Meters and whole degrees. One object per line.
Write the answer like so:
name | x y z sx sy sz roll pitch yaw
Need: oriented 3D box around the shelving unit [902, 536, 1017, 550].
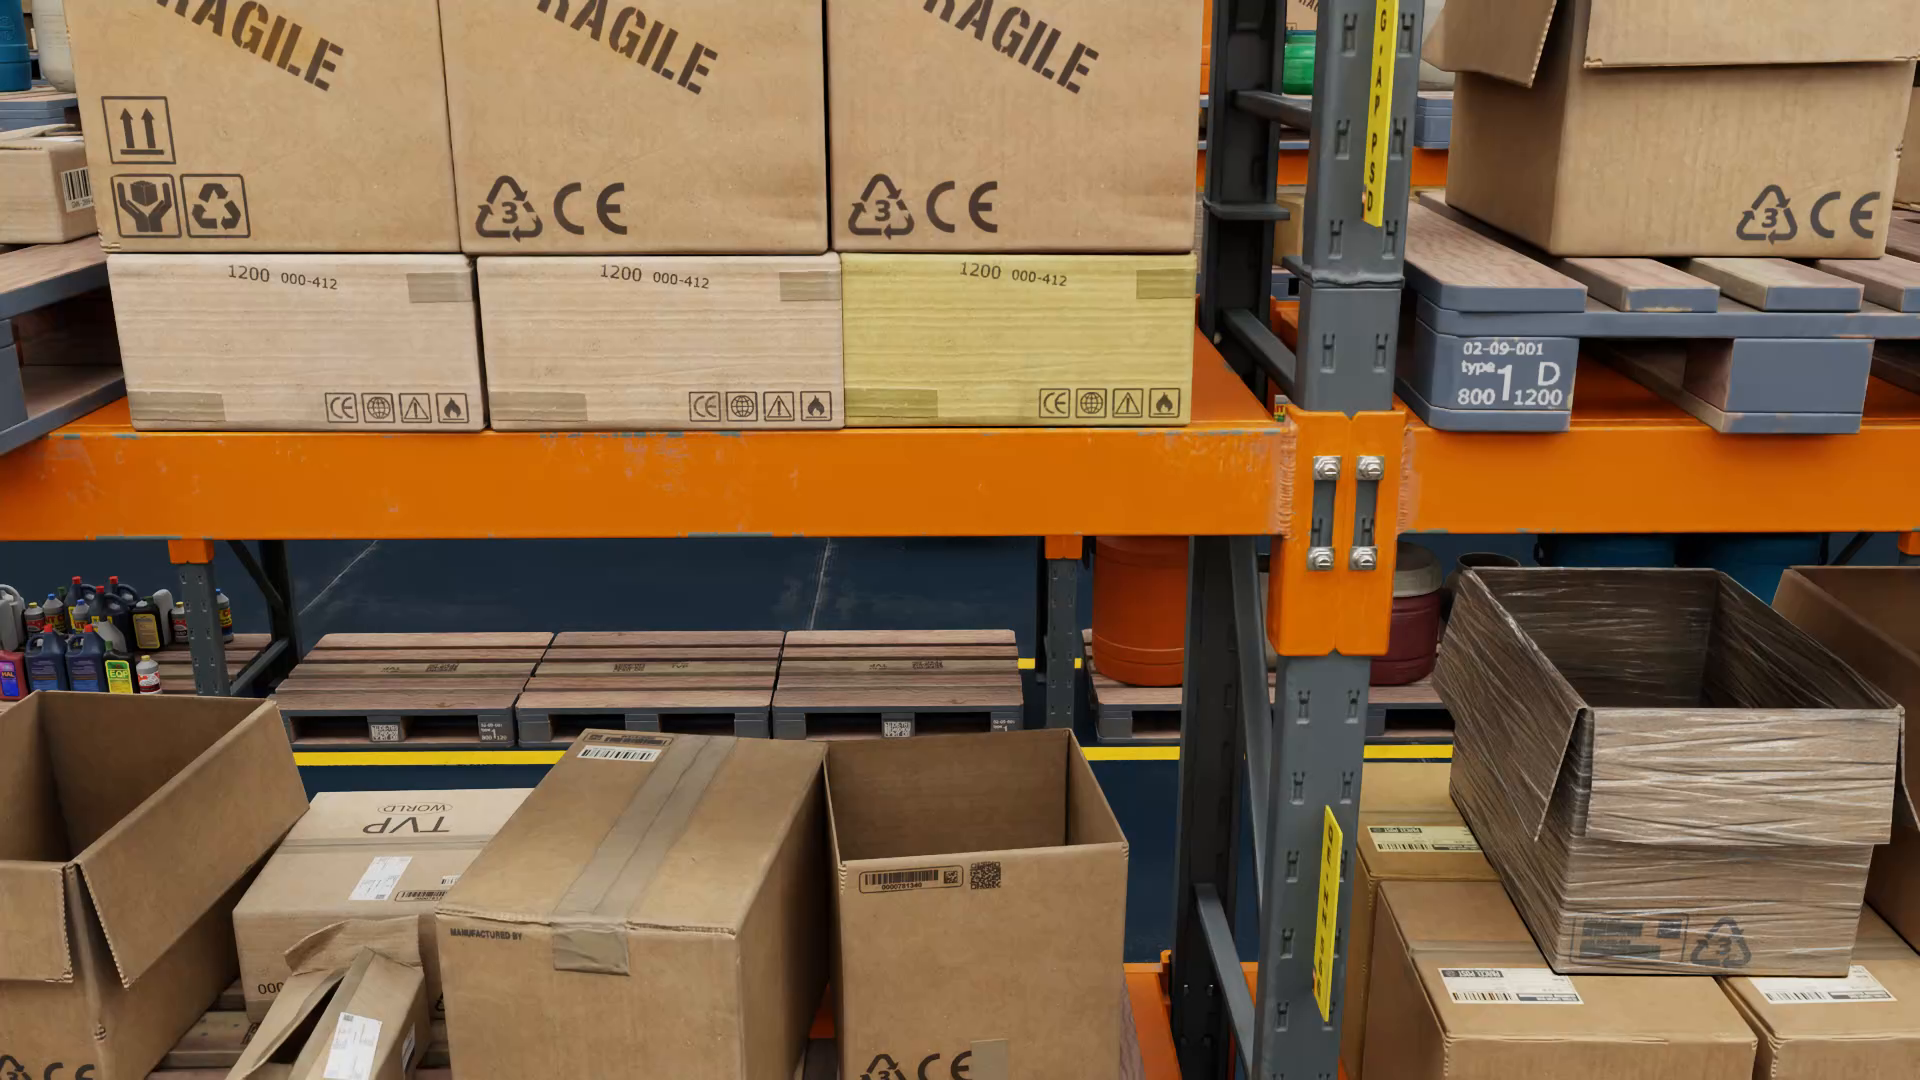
shelving unit | -0.007 -0.714 10.818 0.755 1.500 0.431 0 18 -1

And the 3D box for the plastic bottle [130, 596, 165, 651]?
plastic bottle | -4.175 0.426 8.536 0.133 0.283 0.061 0 18 -1

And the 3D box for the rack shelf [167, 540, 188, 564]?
rack shelf | -5.529 -0.216 7.988 4.000 0.370 1.077 0 18 -1

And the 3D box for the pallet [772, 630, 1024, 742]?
pallet | -0.305 0.732 8.419 1.213 0.211 1.003 0 18 -1

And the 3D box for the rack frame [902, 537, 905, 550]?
rack frame | -0.373 -0.712 10.813 0.023 1.500 0.400 0 18 -1

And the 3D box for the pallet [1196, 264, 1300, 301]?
pallet | 2.340 -2.020 12.747 1.213 0.211 1.003 0 18 -1

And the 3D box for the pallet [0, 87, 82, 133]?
pallet | -4.249 -1.873 7.375 1.003 0.211 1.213 0 18 -1

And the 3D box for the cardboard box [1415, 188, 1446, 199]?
cardboard box | 3.918 -2.433 12.871 0.500 0.500 0.700 -6 19 -19

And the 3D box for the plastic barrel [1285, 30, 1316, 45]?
plastic barrel | 1.540 -2.200 7.622 0.301 0.262 0.301 0 18 0

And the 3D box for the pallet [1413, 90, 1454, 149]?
pallet | 2.553 -1.905 7.474 1.213 0.211 1.003 0 18 -1

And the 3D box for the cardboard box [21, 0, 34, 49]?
cardboard box | -7.029 -3.807 12.009 0.637 0.503 0.797 1 18 3

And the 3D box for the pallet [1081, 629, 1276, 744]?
pallet | 1.258 0.724 8.445 1.213 0.211 1.003 0 18 -1

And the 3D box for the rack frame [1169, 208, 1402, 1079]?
rack frame | 0.548 0.925 3.252 0.127 3.000 1.000 0 18 -1

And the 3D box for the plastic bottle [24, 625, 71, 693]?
plastic bottle | -4.361 0.576 7.958 0.185 0.351 0.144 -1 18 -4

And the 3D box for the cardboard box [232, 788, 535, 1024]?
cardboard box | -1.131 0.735 3.405 0.500 0.250 0.500 -1 18 -2

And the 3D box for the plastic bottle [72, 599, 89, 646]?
plastic bottle | -4.486 0.436 8.523 0.097 0.271 0.097 0 18 0

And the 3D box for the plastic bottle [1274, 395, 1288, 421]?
plastic bottle | 1.604 -0.656 8.394 0.097 0.271 0.097 0 18 0

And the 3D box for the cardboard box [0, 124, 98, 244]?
cardboard box | -1.578 -0.612 2.829 0.250 0.166 0.380 -1 18 -2

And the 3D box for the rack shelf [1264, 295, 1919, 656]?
rack shelf | 2.548 -0.170 2.934 4.000 0.370 1.077 0 18 -1

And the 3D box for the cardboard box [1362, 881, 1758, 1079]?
cardboard box | 1.039 0.958 2.985 0.500 0.500 0.500 0 18 1

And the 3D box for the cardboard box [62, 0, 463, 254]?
cardboard box | -0.933 -0.706 2.446 0.500 0.500 0.500 0 18 0

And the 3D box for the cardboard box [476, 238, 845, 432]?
cardboard box | -0.419 -0.348 2.556 0.500 0.250 0.500 0 18 -1

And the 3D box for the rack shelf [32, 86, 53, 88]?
rack shelf | -5.604 -3.157 12.246 4.000 0.370 1.077 0 18 -1

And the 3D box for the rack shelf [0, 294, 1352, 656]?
rack shelf | -1.451 -0.151 2.874 4.000 0.370 1.077 0 18 -1

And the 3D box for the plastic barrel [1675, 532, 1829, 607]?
plastic barrel | 3.925 0.190 8.292 0.708 0.901 0.600 0 18 -1

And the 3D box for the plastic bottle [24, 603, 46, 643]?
plastic bottle | -4.815 0.427 8.666 0.097 0.201 0.097 0 18 0

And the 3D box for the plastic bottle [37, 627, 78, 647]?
plastic bottle | -4.388 0.566 8.110 0.135 0.276 0.152 0 18 -1

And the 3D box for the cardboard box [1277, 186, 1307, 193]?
cardboard box | 3.346 -3.747 17.133 0.500 0.500 0.500 0 18 0

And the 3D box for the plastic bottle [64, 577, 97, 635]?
plastic bottle | -4.532 0.362 8.625 0.185 0.351 0.144 -1 18 -3

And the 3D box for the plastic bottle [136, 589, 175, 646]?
plastic bottle | -4.178 0.397 8.638 0.135 0.276 0.152 0 18 1

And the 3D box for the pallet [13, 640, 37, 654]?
pallet | -5.424 0.757 8.342 1.213 0.211 1.003 0 18 -1

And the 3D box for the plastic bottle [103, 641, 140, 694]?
plastic bottle | -4.005 0.619 7.934 0.133 0.283 0.061 1 18 2

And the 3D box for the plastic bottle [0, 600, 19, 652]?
plastic bottle | -4.929 0.445 8.490 0.135 0.276 0.152 0 18 -1

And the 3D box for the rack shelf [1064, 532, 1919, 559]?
rack shelf | 2.470 -0.254 8.108 4.000 0.370 1.077 0 18 -1

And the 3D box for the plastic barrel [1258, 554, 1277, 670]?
plastic barrel | 1.522 0.360 8.401 0.421 0.512 0.421 0 18 0

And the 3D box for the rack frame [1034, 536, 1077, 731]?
rack frame | 0.470 -0.587 7.968 0.127 3.000 1.000 0 18 -1

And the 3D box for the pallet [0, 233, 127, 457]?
pallet | -1.795 -0.371 2.689 1.003 0.211 1.213 0 18 -1

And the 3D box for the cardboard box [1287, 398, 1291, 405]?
cardboard box | 2.402 -1.044 12.762 0.500 0.500 0.500 -1 18 -3

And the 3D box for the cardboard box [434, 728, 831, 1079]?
cardboard box | -0.548 0.726 3.023 0.500 0.500 0.700 2 18 7

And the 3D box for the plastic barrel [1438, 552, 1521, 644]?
plastic barrel | 2.651 0.354 8.418 0.421 0.512 0.421 0 18 0

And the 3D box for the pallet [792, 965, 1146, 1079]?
pallet | -0.163 1.053 3.169 1.003 0.211 1.213 0 18 -1

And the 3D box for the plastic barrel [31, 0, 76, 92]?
plastic barrel | -3.963 -2.308 7.549 0.421 0.512 0.421 0 18 0

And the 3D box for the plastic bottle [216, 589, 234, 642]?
plastic bottle | -3.855 0.389 8.670 0.097 0.271 0.097 0 18 0

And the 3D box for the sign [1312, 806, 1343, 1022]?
sign | 0.566 0.577 2.571 0.005 0.325 0.100 0 18 -1

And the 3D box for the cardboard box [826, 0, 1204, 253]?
cardboard box | 0.075 -0.710 2.457 0.500 0.500 0.500 0 18 1

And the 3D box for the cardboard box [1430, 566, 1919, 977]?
cardboard box | 1.280 0.401 3.079 0.637 0.503 0.797 0 18 1

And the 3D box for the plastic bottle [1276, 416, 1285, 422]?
plastic bottle | 1.486 -0.442 7.727 0.097 0.271 0.097 0 18 0

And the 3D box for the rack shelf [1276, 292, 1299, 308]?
rack shelf | 2.395 -1.767 12.824 4.000 0.370 1.077 0 18 -1

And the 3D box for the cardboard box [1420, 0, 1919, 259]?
cardboard box | 1.157 -0.777 2.792 0.637 0.503 0.797 1 18 2

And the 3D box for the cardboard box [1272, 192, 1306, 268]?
cardboard box | 2.630 -2.340 12.579 0.500 0.500 0.700 -5 18 -15

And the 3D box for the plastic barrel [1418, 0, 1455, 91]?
plastic barrel | 2.240 -2.335 7.595 0.433 0.535 0.433 0 18 0

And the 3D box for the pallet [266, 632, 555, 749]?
pallet | -2.745 0.744 8.383 1.213 0.211 1.003 0 18 -1

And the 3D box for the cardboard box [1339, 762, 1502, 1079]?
cardboard box | 1.038 0.800 3.480 0.500 0.500 0.500 0 18 1
